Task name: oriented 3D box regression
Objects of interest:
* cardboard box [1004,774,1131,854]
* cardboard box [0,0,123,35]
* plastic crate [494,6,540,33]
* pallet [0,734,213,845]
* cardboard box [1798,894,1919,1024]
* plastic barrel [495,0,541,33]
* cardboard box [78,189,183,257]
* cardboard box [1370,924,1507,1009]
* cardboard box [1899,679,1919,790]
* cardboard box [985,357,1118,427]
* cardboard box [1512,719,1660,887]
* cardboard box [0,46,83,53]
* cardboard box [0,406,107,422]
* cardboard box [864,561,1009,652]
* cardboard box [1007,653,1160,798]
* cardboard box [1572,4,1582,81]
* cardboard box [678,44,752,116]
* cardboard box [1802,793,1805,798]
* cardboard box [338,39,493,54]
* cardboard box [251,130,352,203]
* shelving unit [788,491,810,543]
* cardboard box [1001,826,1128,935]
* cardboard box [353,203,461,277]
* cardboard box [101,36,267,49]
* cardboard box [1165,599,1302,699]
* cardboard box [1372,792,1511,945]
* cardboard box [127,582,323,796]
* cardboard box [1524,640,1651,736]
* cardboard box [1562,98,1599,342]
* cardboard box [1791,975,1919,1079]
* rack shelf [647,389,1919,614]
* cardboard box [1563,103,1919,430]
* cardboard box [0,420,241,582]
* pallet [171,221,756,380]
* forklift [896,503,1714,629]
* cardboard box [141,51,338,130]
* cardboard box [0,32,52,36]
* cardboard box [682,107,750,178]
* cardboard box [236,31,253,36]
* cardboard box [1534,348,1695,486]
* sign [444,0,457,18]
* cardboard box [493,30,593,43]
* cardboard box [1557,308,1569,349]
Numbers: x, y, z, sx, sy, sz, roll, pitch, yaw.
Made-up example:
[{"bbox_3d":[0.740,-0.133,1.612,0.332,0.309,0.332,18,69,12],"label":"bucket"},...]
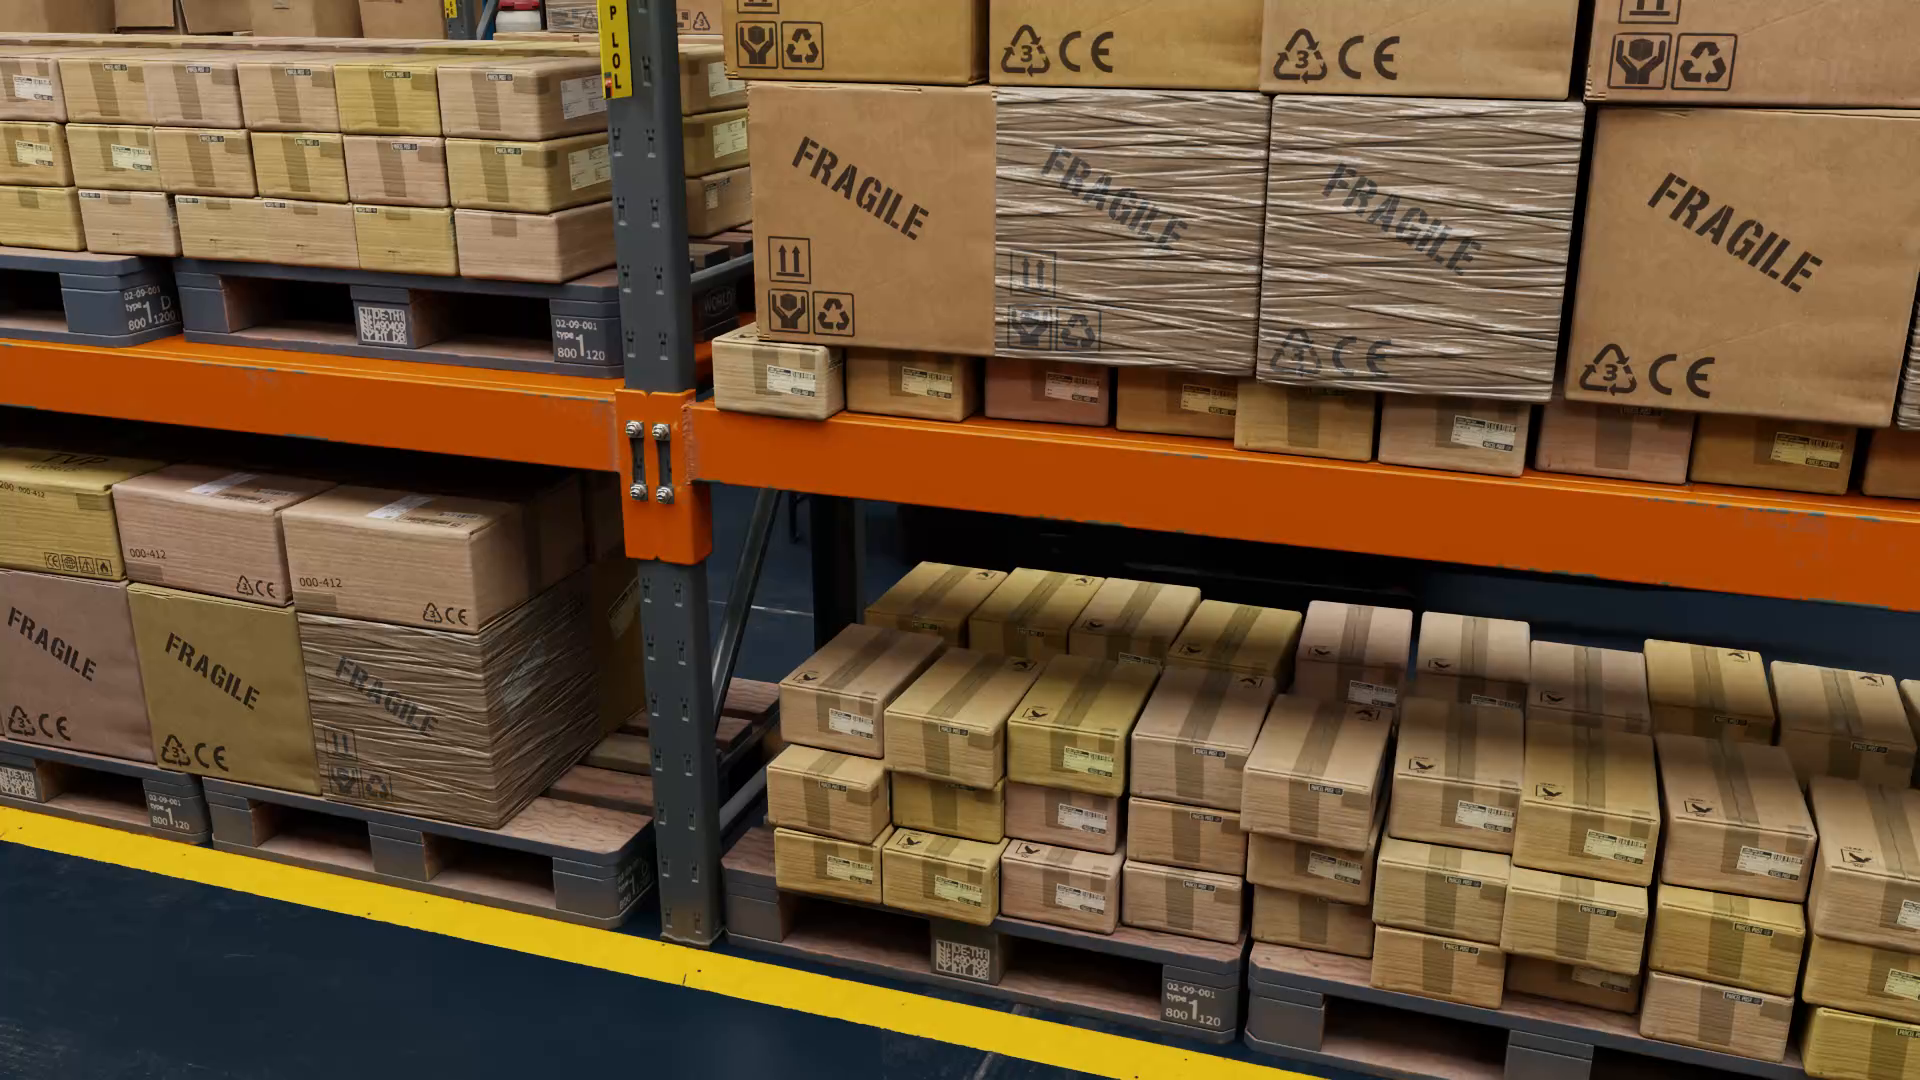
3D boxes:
[{"bbox_3d":[0.271,0.533,3.732,0.250,0.149,0.380,6,20,18],"label":"cardboard box"},{"bbox_3d":[-5.606,-3.376,10.153,1.000,1.000,1.000,7,20,18],"label":"cardboard box"},{"bbox_3d":[-4.127,-4.636,15.223,0.583,0.464,0.402,7,20,18],"label":"plastic crate"},{"bbox_3d":[-2.369,0.474,4.896,1.213,0.211,1.003,7,20,18],"label":"pallet"},{"bbox_3d":[1.725,0.736,3.150,0.250,0.149,0.380,7,20,19],"label":"cardboard box"},{"bbox_3d":[-3.853,-4.456,14.596,0.433,0.535,0.433,0,19,0],"label":"plastic barrel"},{"bbox_3d":[-1.898,-0.800,4.057,0.250,0.149,0.380,6,20,16],"label":"cardboard box"},{"bbox_3d":[1.001,0.787,3.455,0.250,0.149,0.380,6,20,17],"label":"cardboard box"},{"bbox_3d":[2.161,0.448,3.522,0.250,0.149,0.380,6,20,15],"label":"cardboard box"},{"bbox_3d":[0.221,-0.360,3.433,0.250,0.149,0.380,6,20,16],"label":"cardboard box"},{"bbox_3d":[1.249,0.517,3.324,0.250,0.149,0.380,7,20,18],"label":"cardboard box"},{"bbox_3d":[-2.406,-1.141,4.132,0.250,0.149,0.380,6,20,17],"label":"cardboard box"},{"bbox_3d":[-2.567,-0.329,4.983,0.500,0.250,0.500,7,20,19],"label":"cardboard box"},{"bbox_3d":[-0.055,0.197,4.245,0.250,0.149,0.380,7,20,20],"label":"cardboard box"},{"bbox_3d":[0.277,0.401,3.659,0.250,0.149,0.380,6,20,17],"label":"cardboard box"},{"bbox_3d":[1.025,-1.207,3.359,0.500,0.500,0.500,7,20,19],"label":"cardboard box"},{"bbox_3d":[-0.698,-1.174,4.227,0.250,0.149,0.380,8,21,21],"label":"cardboard box"},{"bbox_3d":[1.902,0.569,3.629,0.250,0.149,0.380,6,20,15],"label":"cardboard box"},{"bbox_3d":[-1.439,-1.259,4.469,0.250,0.149,0.380,6,20,17],"label":"cardboard box"},{"bbox_3d":[-1.400,-0.885,3.851,0.250,0.149,0.380,7,21,20],"label":"cardboard box"},{"bbox_3d":[-0.373,-1.020,6.313,0.503,2.100,0.431,5,20,15],"label":"shelving unit"},{"bbox_3d":[0.265,0.699,3.708,0.250,0.149,0.380,6,20,18],"label":"cardboard box"},{"bbox_3d":[-1.162,-0.717,3.819,0.250,0.149,0.380,7,20,18],"label":"cardboard box"},{"bbox_3d":[-2.175,-1.341,4.707,0.250,0.149,0.380,7,20,20],"label":"cardboard box"},{"bbox_3d":[0.656,0.289,3.980,0.250,0.149,0.380,7,20,20],"label":"cardboard box"},{"bbox_3d":[0.995,0.647,3.405,0.250,0.149,0.380,6,20,18],"label":"cardboard box"},{"bbox_3d":[-1.743,0.297,4.327,0.500,0.500,0.500,6,20,17],"label":"cardboard box"},{"bbox_3d":[1.400,0.375,3.731,0.250,0.149,0.380,7,20,18],"label":"cardboard box"},{"bbox_3d":[1.513,-0.678,3.360,0.500,0.500,0.500,6,20,17],"label":"cardboard box"},{"bbox_3d":[1.740,0.878,3.194,0.250,0.149,0.380,6,20,16],"label":"cardboard box"},{"bbox_3d":[1.413,-0.072,3.319,4.000,0.370,1.077,7,20,18],"label":"rack shelf"},{"bbox_3d":[1.359,-0.518,2.902,0.500,0.500,0.500,8,21,21],"label":"cardboard box"},{"bbox_3d":[-2.248,-0.114,4.367,0.500,0.250,0.500,6,20,16],"label":"cardboard box"},{"bbox_3d":[-1.151,-0.665,4.219,1.213,0.211,1.003,7,20,18],"label":"pallet"},{"bbox_3d":[1.341,-1.225,5.735,3.031,2.867,1.129,5,20,15],"label":"forklift"},{"bbox_3d":[-1.665,-1.057,3.891,0.250,0.149,0.380,6,20,18],"label":"cardboard box"},{"bbox_3d":[-2.904,-1.426,4.951,0.250,0.149,0.380,7,20,20],"label":"cardboard box"},{"bbox_3d":[-0.698,-1.034,4.276,0.250,0.149,0.380,7,20,19],"label":"cardboard box"},{"bbox_3d":[-4.196,-2.822,9.682,0.258,0.266,0.396,6,20,17],"label":"cardboard box"},{"bbox_3d":[1.212,-0.235,3.076,0.250,0.149,0.380,7,21,20],"label":"cardboard box"},{"bbox_3d":[-2.701,-2.931,8.788,0.005,0.325,0.100,7,20,18],"label":"sign"},{"bbox_3d":[-2.162,-2.501,9.043,0.500,0.500,0.500,7,20,20],"label":"cardboard box"},{"bbox_3d":[1.371,-0.405,3.562,0.250,0.149,0.380,7,20,19],"label":"cardboard box"}]
